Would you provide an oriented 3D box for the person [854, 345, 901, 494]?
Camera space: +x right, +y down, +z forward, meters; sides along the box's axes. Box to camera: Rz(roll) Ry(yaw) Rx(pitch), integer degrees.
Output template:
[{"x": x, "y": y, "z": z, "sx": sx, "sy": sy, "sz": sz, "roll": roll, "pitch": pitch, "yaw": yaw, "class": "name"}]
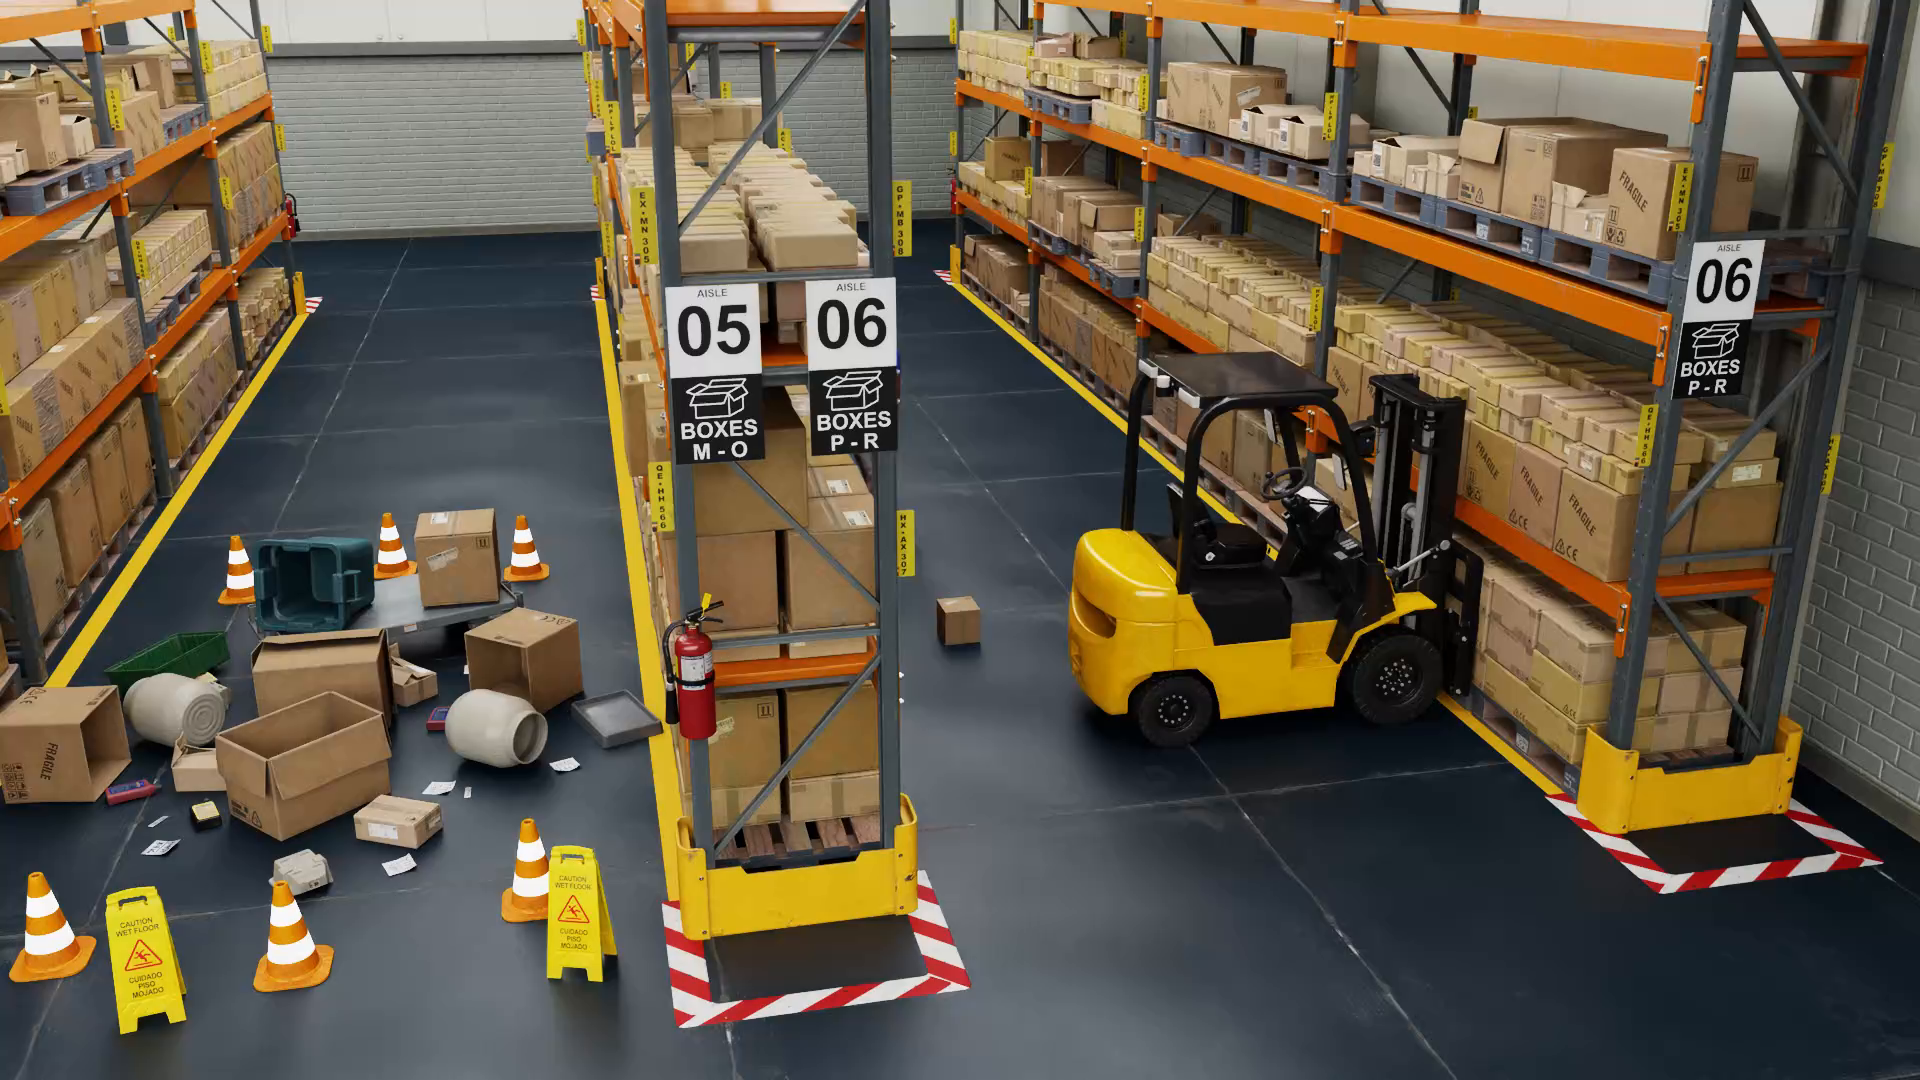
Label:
[{"x": -0.735, "y": -1.167, "z": 14.266, "sx": 0.453, "sy": 1.640, "sz": 0.628, "roll": -5, "pitch": 20, "yaw": -13, "class": "person"}]
